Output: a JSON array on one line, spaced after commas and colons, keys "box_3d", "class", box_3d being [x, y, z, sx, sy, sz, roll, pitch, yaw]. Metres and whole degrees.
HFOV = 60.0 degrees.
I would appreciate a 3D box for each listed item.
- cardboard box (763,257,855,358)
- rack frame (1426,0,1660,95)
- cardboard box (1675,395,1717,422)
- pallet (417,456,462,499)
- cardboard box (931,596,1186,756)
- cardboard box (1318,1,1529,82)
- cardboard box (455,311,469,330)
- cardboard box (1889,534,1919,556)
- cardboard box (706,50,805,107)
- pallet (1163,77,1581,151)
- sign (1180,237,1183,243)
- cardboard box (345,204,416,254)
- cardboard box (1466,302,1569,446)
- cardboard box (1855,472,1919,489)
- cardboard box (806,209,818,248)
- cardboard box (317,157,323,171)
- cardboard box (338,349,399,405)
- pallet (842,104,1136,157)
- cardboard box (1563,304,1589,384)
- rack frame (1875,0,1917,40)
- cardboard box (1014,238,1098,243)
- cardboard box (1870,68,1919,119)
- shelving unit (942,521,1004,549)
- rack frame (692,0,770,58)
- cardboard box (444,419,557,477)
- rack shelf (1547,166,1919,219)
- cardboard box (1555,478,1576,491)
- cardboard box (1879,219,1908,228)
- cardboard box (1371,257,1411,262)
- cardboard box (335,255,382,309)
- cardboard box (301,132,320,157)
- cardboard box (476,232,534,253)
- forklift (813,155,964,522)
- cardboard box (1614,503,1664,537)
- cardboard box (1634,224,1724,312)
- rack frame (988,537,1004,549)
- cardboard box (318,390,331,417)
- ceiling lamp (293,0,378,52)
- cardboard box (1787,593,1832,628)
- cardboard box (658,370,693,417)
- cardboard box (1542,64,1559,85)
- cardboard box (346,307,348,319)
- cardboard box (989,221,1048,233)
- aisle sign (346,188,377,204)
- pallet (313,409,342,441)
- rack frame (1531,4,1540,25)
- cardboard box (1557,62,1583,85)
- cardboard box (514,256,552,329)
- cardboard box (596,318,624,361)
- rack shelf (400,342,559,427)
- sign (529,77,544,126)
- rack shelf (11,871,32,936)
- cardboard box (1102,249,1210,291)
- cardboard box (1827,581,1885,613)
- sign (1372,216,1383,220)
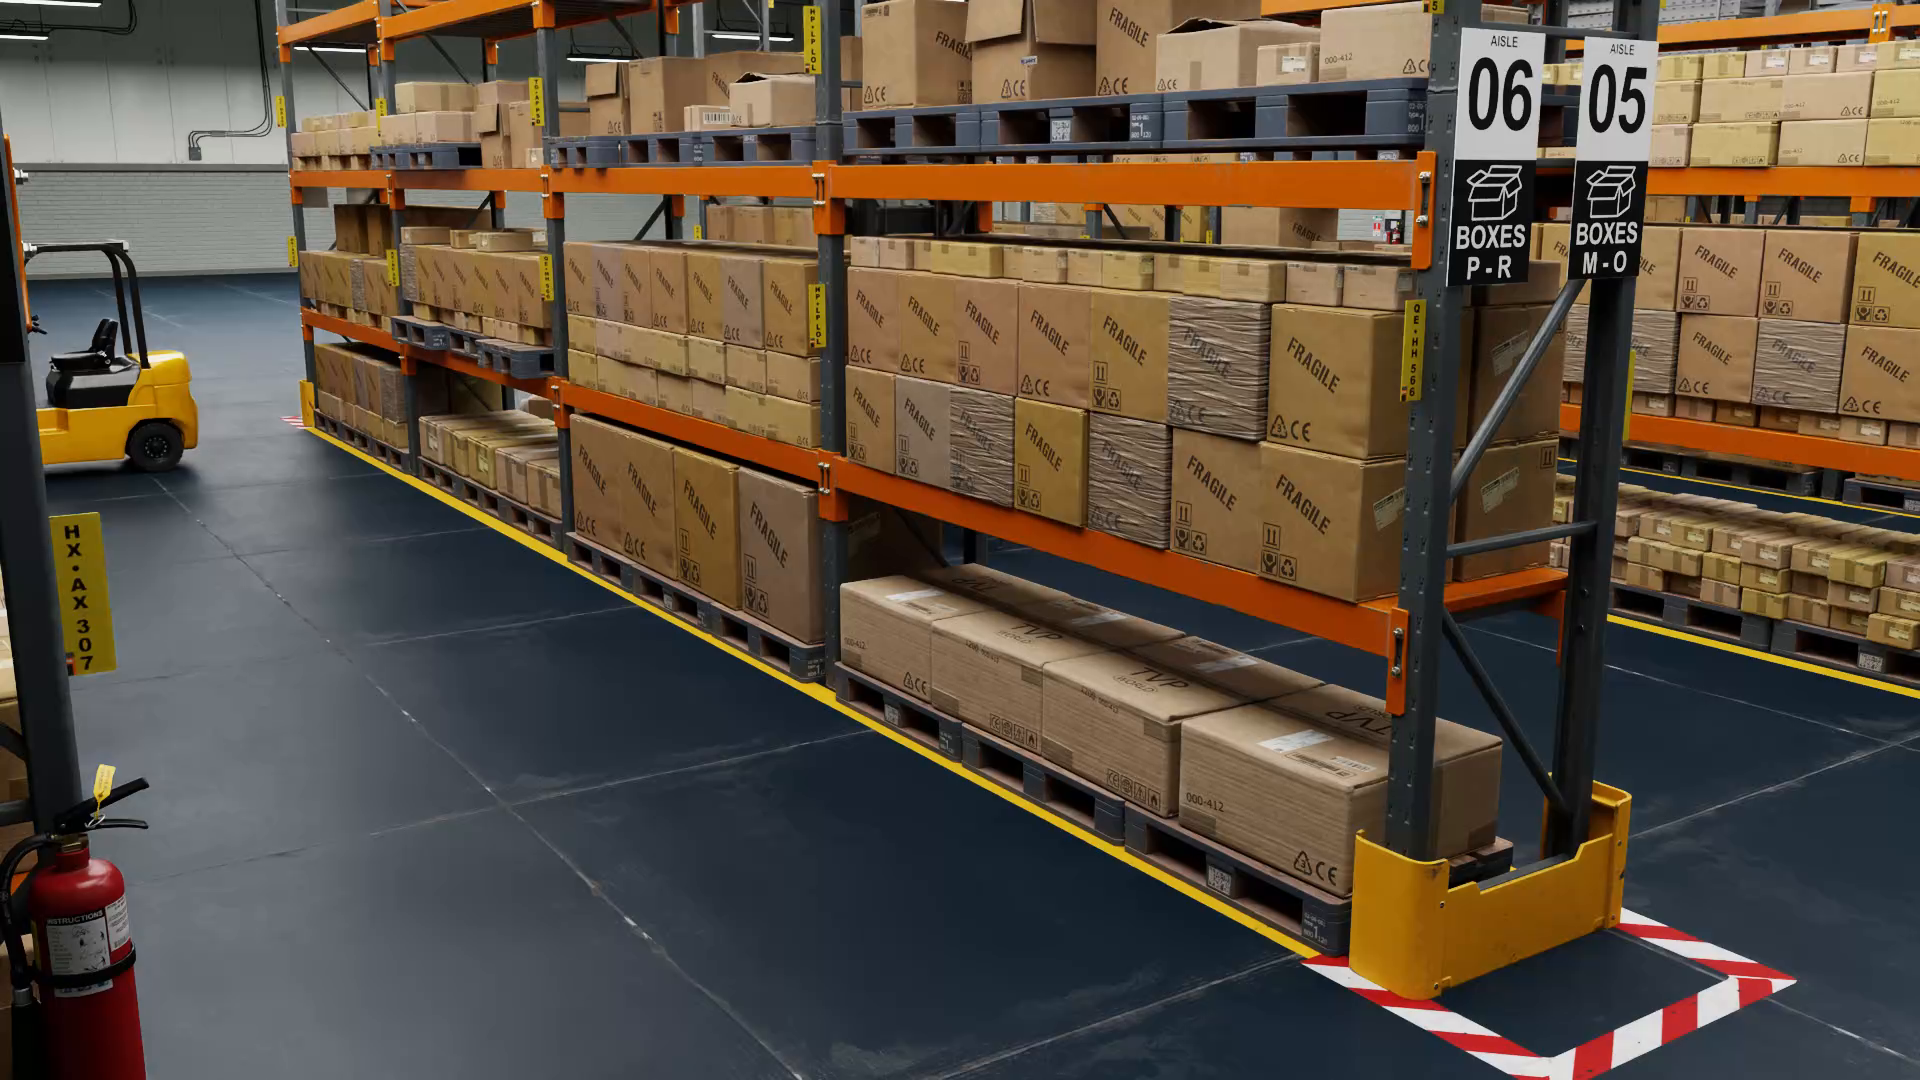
[{"box_3d": [-0.747, -1.290, 9.165, 0.500, 0.500, 0.500, -8, 14, -31], "class": "cardboard box"}, {"box_3d": [1.926, -2.922, 5.161, 1.000, 3.000, 0.127, -8, 15, -33], "class": "rack frame"}, {"box_3d": [4.616, -0.824, 10.198, 0.380, 0.149, 0.250, -7, 14, -31], "class": "cardboard box"}, {"box_3d": [-4.290, -0.625, 15.226, 1.003, 0.211, 1.213, -8, 15, -33], "class": "pallet"}, {"box_3d": [0.465, 0.627, 7.987, 0.875, 0.438, 0.875, -9, 15, -34], "class": "cardboard box"}, {"box_3d": [1.602, -1.707, 5.759, 0.500, 0.250, 0.500, -10, 16, -38], "class": "cardboard box"}, {"box_3d": [-3.981, -1.837, 13.847, 0.380, 0.149, 0.250, -7, 14, -31], "class": "cardboard box"}, {"box_3d": [5.697, 0.073, 9.803, 0.380, 0.149, 0.250, -8, 15, -33], "class": "cardboard box"}, {"box_3d": [-1.289, -2.855, 10.655, 0.500, 0.500, 0.500, -8, 15, -32], "class": "cardboard box"}, {"box_3d": [1.506, -1.544, 6.088, 1.003, 0.211, 1.213, -8, 15, -33], "class": "pallet"}, {"box_3d": [2.005, -2.611, 15.255, 0.100, 0.325, 0.005, -8, 15, -33], "class": "sign"}, {"box_3d": [-6.200, -3.364, 17.952, 0.700, 0.500, 0.500, -8, 15, -32], "class": "cardboard box"}, {"box_3d": [1.897, -0.648, 6.229, 0.500, 0.500, 0.500, -8, 15, -34], "class": "cardboard box"}, {"box_3d": [8.259, -0.916, 14.021, 0.875, 0.875, 0.875, -8, 15, -33], "class": "cardboard box"}, {"box_3d": [-1.235, -3.484, 18.894, 0.875, 0.550, 0.550, -8, 15, -33], "class": "cardboard box"}, {"box_3d": [-6.530, -3.954, 17.488, 0.380, 0.149, 0.250, -8, 15, -33], "class": "cardboard box"}, {"box_3d": [-6.144, -1.702, 17.323, 0.500, 0.500, 0.500, -8, 15, -32], "class": "cardboard box"}, {"box_3d": [0.154, -1.978, 8.073, 1.003, 0.211, 1.213, -8, 15, -33], "class": "pallet"}, {"box_3d": [4.119, -1.296, 10.836, 0.500, 0.500, 0.500, -8, 15, -33], "class": "cardboard box"}, {"box_3d": [7.960, -4.807, 13.778, 1.000, 3.000, 0.127, -8, 15, -33], "class": "rack frame"}, {"box_3d": [0.486, -1.392, 8.112, 0.380, 0.149, 0.250, -8, 15, -33], "class": "cardboard box"}, {"box_3d": [5.239, -2.374, 8.857, 0.500, 0.250, 0.500, -9, 15, -34], "class": "cardboard box"}, {"box_3d": [0.092, -0.557, 12.599, 0.258, 1.200, 0.503, -8, 15, -33], "class": "shelving unit"}, {"box_3d": [-2.874, -6.372, 20.934, 1.000, 3.000, 0.127, -8, 15, -33], "class": "rack frame"}, {"box_3d": [-4.029, -0.827, 14.789, 0.950, 0.372, 0.625, -7, 14, -29], "class": "cardboard box"}, {"box_3d": [4.883, -2.065, 9.946, 1.077, 0.370, 4.000, -8, 15, -33], "class": "rack shelf"}, {"box_3d": [4.363, -0.337, 11.677, 0.380, 0.149, 0.250, -8, 15, -32], "class": "cardboard box"}, {"box_3d": [16.151, -5.227, 28.478, 0.700, 0.500, 0.500, -8, 15, -33], "class": "cardboard box"}, {"box_3d": [1.755, -0.980, 6.228, 0.380, 0.149, 0.250, -8, 14, -31], "class": "cardboard box"}, {"box_3d": [-6.046, -2.642, 16.994, 0.500, 0.500, 0.500, -8, 15, -34], "class": "cardboard box"}, {"box_3d": [-6.611, -4.163, 17.510, 0.500, 0.250, 0.500, -8, 15, -34], "class": "cardboard box"}, {"box_3d": [-3.648, -2.388, 13.329, 0.380, 0.149, 0.250, -9, 15, -35], "class": "cardboard box"}, {"box_3d": [-0.606, -1.813, 14.292, 1.130, 2.935, 3.031, -4, 13, -20], "class": "forklift"}, {"box_3d": [4.314, -0.130, 10.734, 0.380, 0.149, 0.250, -8, 15, -32], "class": "cardboard box"}, {"box_3d": [4.375, -1.697, 10.328, 0.500, 0.500, 0.500, -8, 15, -32], "class": "cardboard box"}, {"box_3d": [0.227, -0.513, 12.401, 0.240, 1.200, 0.015, -8, 15, -33], "class": "rack frame"}, {"box_3d": [-6.722, -1.523, 18.257, 0.500, 0.250, 0.500, -8, 15, -33], "class": "cardboard box"}, {"box_3d": [-15.808, -13.886, 41.632, 2.000, 3.185, 0.800, -8, 15, -33], "class": "ceiling lamp"}, {"box_3d": [5.076, 0.390, 9.748, 0.380, 0.149, 0.250, -8, 15, -32], "class": "cardboard box"}, {"box_3d": [-1.584, -0.954, 10.552, 0.500, 0.250, 0.500, -8, 15, -33], "class": "cardboard box"}, {"box_3d": [3.857, -3.005, 10.809, 0.380, 0.149, 0.250, -9, 15, -35], "class": "cardboard box"}, {"box_3d": [-6.100, -2.347, 17.159, 0.380, 0.149, 0.250, -9, 15, -34], "class": "cardboard box"}, {"box_3d": [0.467, -2.908, 16.564, 0.700, 0.500, 0.500, -8, 15, -33], "class": "cardboard box"}, {"box_3d": [-6.732, -4.152, 18.743, 0.394, 0.787, 0.004, -8, 15, -33], "class": "aisle sign"}, {"box_3d": [-6.476, -1.313, 18.370, 1.003, 0.211, 1.213, -8, 15, -33], "class": "pallet"}, {"box_3d": [7.650, -6.816, 22.965, 1.000, 3.000, 0.127, -8, 15, -33], "class": "rack frame"}, {"box_3d": [4.043, -2.967, 10.635, 0.380, 0.149, 0.250, -8, 15, -33], "class": "cardboard box"}, {"box_3d": [-2.990, -1.862, 12.440, 0.500, 0.500, 0.500, -9, 15, -34], "class": "cardboard box"}, {"box_3d": [-2.146, -1.374, 11.304, 0.500, 0.250, 0.500, -8, 15, -31], "class": "cardboard box"}, {"box_3d": [-3.615, -1.419, 14.011, 1.077, 0.370, 4.000, -8, 15, -33], "class": "rack shelf"}, {"box_3d": [-2.959, -3.068, 11.640, 0.100, 0.325, 0.005, -8, 15, -33], "class": "sign"}, {"box_3d": [-3.312, 0.592, 4.815, 1.077, 0.370, 4.000, -8, 15, -33], "class": "rack shelf"}, {"box_3d": [0.808, -1.106, 6.806, 0.380, 0.149, 0.250, -8, 14, -31], "class": "cardboard box"}, {"box_3d": [5.171, 0.295, 9.487, 0.380, 0.149, 0.250, -9, 15, -35], "class": "cardboard box"}, {"box_3d": [9.903, -7.643, 39.466, 0.001, 0.109, 0.331, -8, 15, -33], "class": "sign"}]
